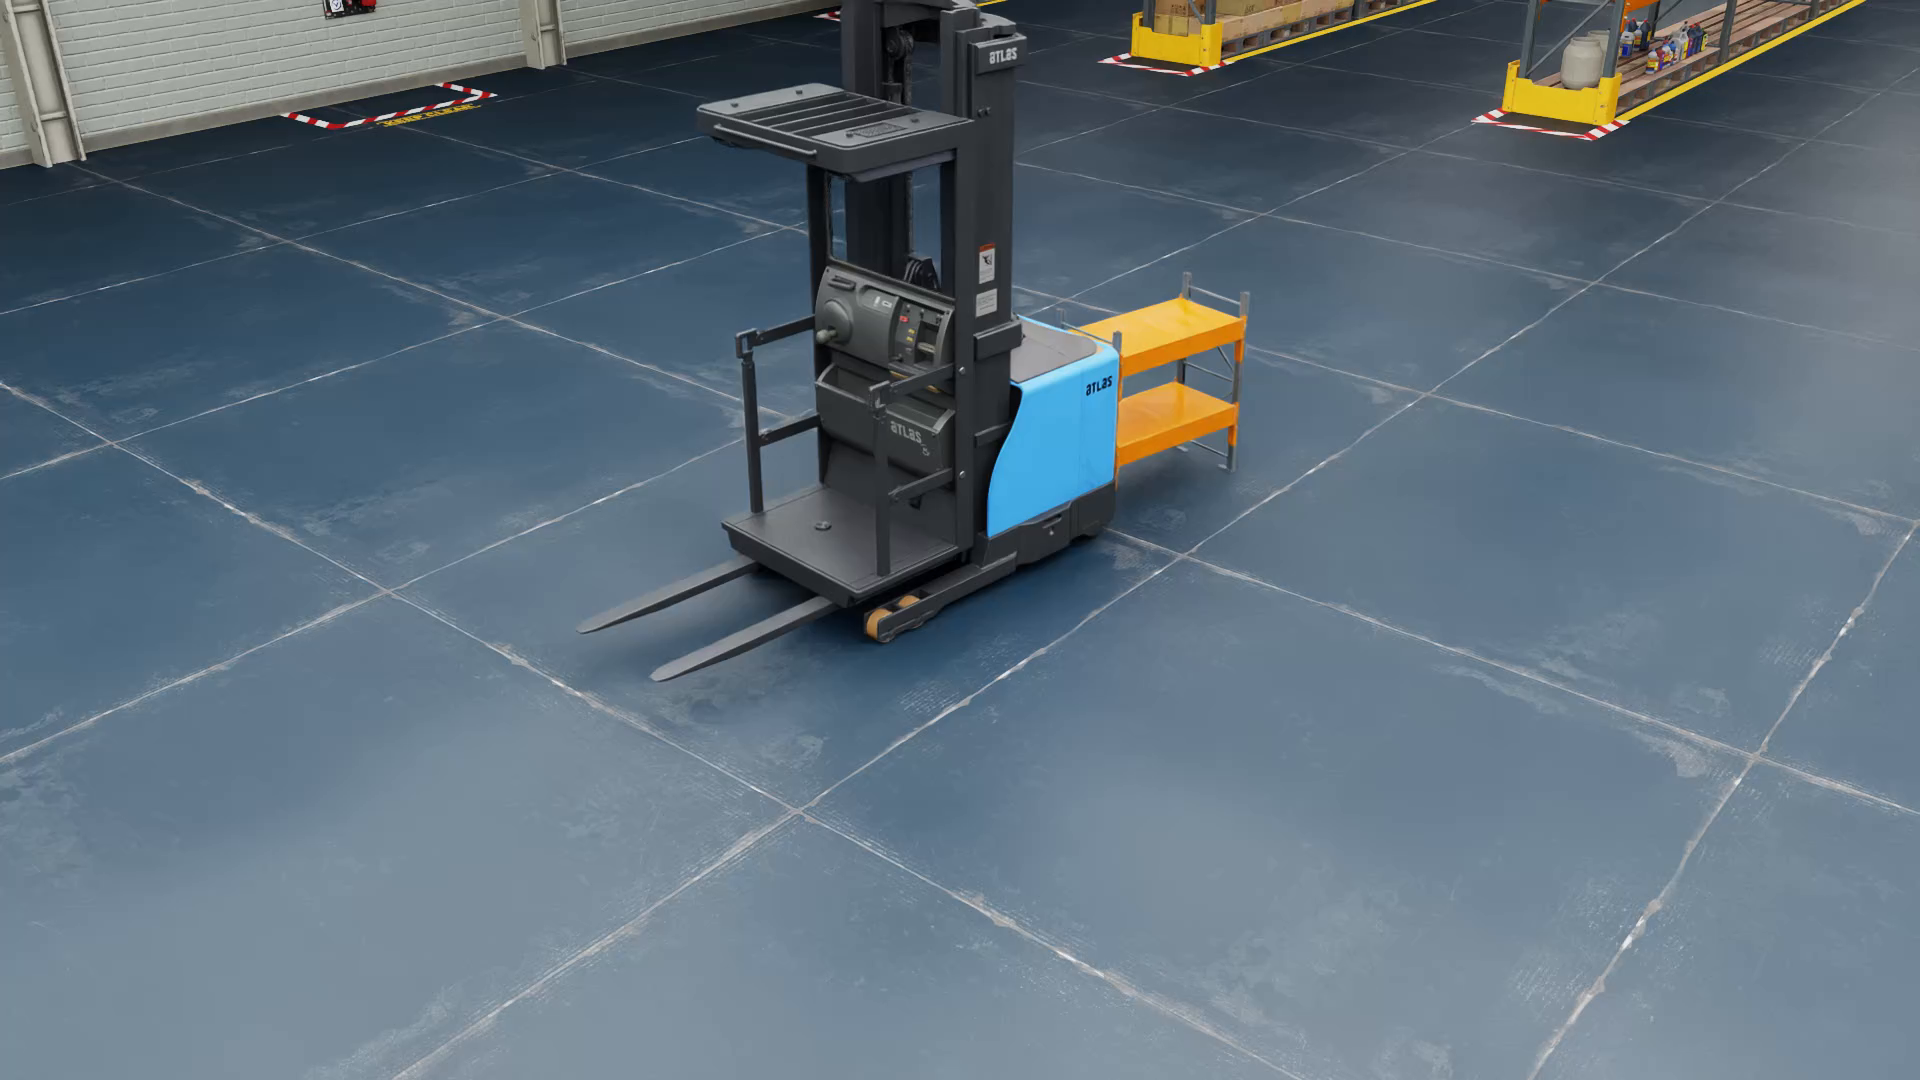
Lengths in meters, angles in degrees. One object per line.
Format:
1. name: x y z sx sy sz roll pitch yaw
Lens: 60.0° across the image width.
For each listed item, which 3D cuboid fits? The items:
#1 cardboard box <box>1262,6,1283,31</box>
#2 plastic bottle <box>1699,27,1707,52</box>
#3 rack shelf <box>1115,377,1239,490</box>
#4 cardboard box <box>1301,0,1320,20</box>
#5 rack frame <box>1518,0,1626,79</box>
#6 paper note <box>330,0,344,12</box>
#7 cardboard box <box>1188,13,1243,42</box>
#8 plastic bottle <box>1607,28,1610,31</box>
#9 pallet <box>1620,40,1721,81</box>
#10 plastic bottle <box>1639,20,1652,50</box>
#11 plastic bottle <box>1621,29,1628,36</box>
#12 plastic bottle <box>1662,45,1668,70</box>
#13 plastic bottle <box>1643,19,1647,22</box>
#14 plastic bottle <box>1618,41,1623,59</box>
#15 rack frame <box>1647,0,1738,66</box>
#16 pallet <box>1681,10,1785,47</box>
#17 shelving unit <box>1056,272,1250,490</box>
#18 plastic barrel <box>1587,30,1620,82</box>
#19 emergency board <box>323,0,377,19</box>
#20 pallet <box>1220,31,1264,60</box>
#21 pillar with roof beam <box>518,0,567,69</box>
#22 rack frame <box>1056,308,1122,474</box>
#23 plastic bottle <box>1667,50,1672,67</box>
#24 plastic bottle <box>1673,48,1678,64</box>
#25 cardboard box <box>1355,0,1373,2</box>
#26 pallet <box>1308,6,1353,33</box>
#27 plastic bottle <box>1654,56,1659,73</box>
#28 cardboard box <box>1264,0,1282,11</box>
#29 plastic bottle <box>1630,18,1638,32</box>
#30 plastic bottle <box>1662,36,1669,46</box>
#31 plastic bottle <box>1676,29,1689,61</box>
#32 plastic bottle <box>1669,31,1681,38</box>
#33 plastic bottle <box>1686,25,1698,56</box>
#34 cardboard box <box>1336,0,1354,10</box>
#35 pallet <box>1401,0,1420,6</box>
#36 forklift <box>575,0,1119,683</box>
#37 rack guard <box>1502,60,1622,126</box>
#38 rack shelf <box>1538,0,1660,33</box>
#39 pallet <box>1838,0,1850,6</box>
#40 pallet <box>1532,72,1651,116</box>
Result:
1. cardboard box: 3.875 -6.855 21.772 0.500 0.250 0.500 21 34 34
2. plastic bottle: 9.042 -6.100 20.255 0.061 0.283 0.133 23 35 37
3. rack shelf: 1.101 -0.638 9.791 1.000 0.278 0.538 -21 34 -34
4. cardboard box: 4.515 -7.208 22.455 0.500 0.250 0.500 21 34 34
5. rack frame: 6.549 -5.960 17.507 1.000 3.000 0.127 21 34 34
6. paper note: -6.902 -5.930 18.408 0.016 0.148 0.142 21 34 34
7. cardboard box: 3.242 -6.499 21.085 0.500 0.250 0.500 21 34 34
8. plastic bottle: 7.751 -5.949 19.889 0.144 0.351 0.185 22 35 36
9. pallet: 8.634 -5.914 20.452 1.003 0.211 1.213 21 34 34
10. plastic bottle: 8.371 -6.190 20.355 0.144 0.351 0.185 21 34 34
11. plastic bottle: 8.075 -6.067 20.204 0.097 0.271 0.097 0 27 0
12. plastic bottle: 8.160 -5.617 19.334 0.097 0.271 0.097 0 27 0
13. plastic bottle: 8.552 -6.377 20.803 0.097 0.271 0.097 0 27 0
14. plastic bottle: 7.872 -5.863 19.885 0.097 0.201 0.097 0 27 0
15. rack frame: 9.093 -7.378 20.248 1.000 3.000 0.127 21 34 34
16. pallet: 10.338 -6.864 22.289 1.003 0.211 1.213 21 34 34
17. shelving unit: 1.101 -0.855 9.678 1.048 1.125 0.538 -21 34 -34
18. plastic barrel: 7.227 -5.475 18.819 0.421 0.512 0.421 0 27 0
19. emergency board: -6.736 -6.364 18.288 0.194 1.169 0.643 21 34 34
20. pallet: 3.183 -6.454 21.496 1.003 0.211 1.213 21 34 34
21. pillar with roof beam: -1.813 -8.636 16.149 9.100 9.000 0.400 21 34 34
22. rack frame: 0.707 -0.707 9.393 0.032 1.125 0.500 -21 34 -34
23. plastic bottle: 8.287 -5.657 19.486 0.097 0.201 0.097 0 27 0
24. plastic bottle: 8.418 -5.729 19.627 0.097 0.201 0.097 0 27 0
25. cardboard box: 5.721 -7.863 23.721 0.500 0.250 0.500 20 33 33
26. pallet: 4.735 -7.319 23.168 1.003 0.211 1.213 21 34 34
27. plastic bottle: 8.008 -5.501 19.186 0.097 0.201 0.097 0 27 0
28. cardboard box: 3.866 -7.191 21.606 0.500 0.500 0.500 21 34 34
29. plastic bottle: 8.259 -6.232 20.437 0.144 0.351 0.185 22 34 36
30. plastic bottle: 8.389 -5.847 19.765 0.061 0.283 0.133 21 34 34
31. plastic bottle: 8.578 -5.902 19.798 0.144 0.351 0.185 21 34 34
32. plastic bottle: 8.653 -6.018 20.103 0.152 0.276 0.135 21 34 34
33. plastic bottle: 8.784 -6.017 20.020 0.144 0.351 0.185 19 33 32
34. cardboard box: 5.147 -7.564 23.143 0.500 0.250 0.500 21 34 34
35. pallet: 6.487 -8.296 25.056 1.003 0.211 1.213 21 34 34
36. forklift: -0.533 -1.059 8.107 3.031 2.935 1.130 -24 36 -39
37. rack guard: 6.561 -4.891 18.160 1.175 0.500 0.348 21 34 34
38. rack shelf: 7.821 -6.350 19.043 1.077 0.370 4.000 21 34 34
39. pallet: 12.883 -8.280 25.026 1.003 0.211 1.213 21 34 34
40. pallet: 7.082 -5.049 18.780 1.003 0.211 1.213 21 34 34
